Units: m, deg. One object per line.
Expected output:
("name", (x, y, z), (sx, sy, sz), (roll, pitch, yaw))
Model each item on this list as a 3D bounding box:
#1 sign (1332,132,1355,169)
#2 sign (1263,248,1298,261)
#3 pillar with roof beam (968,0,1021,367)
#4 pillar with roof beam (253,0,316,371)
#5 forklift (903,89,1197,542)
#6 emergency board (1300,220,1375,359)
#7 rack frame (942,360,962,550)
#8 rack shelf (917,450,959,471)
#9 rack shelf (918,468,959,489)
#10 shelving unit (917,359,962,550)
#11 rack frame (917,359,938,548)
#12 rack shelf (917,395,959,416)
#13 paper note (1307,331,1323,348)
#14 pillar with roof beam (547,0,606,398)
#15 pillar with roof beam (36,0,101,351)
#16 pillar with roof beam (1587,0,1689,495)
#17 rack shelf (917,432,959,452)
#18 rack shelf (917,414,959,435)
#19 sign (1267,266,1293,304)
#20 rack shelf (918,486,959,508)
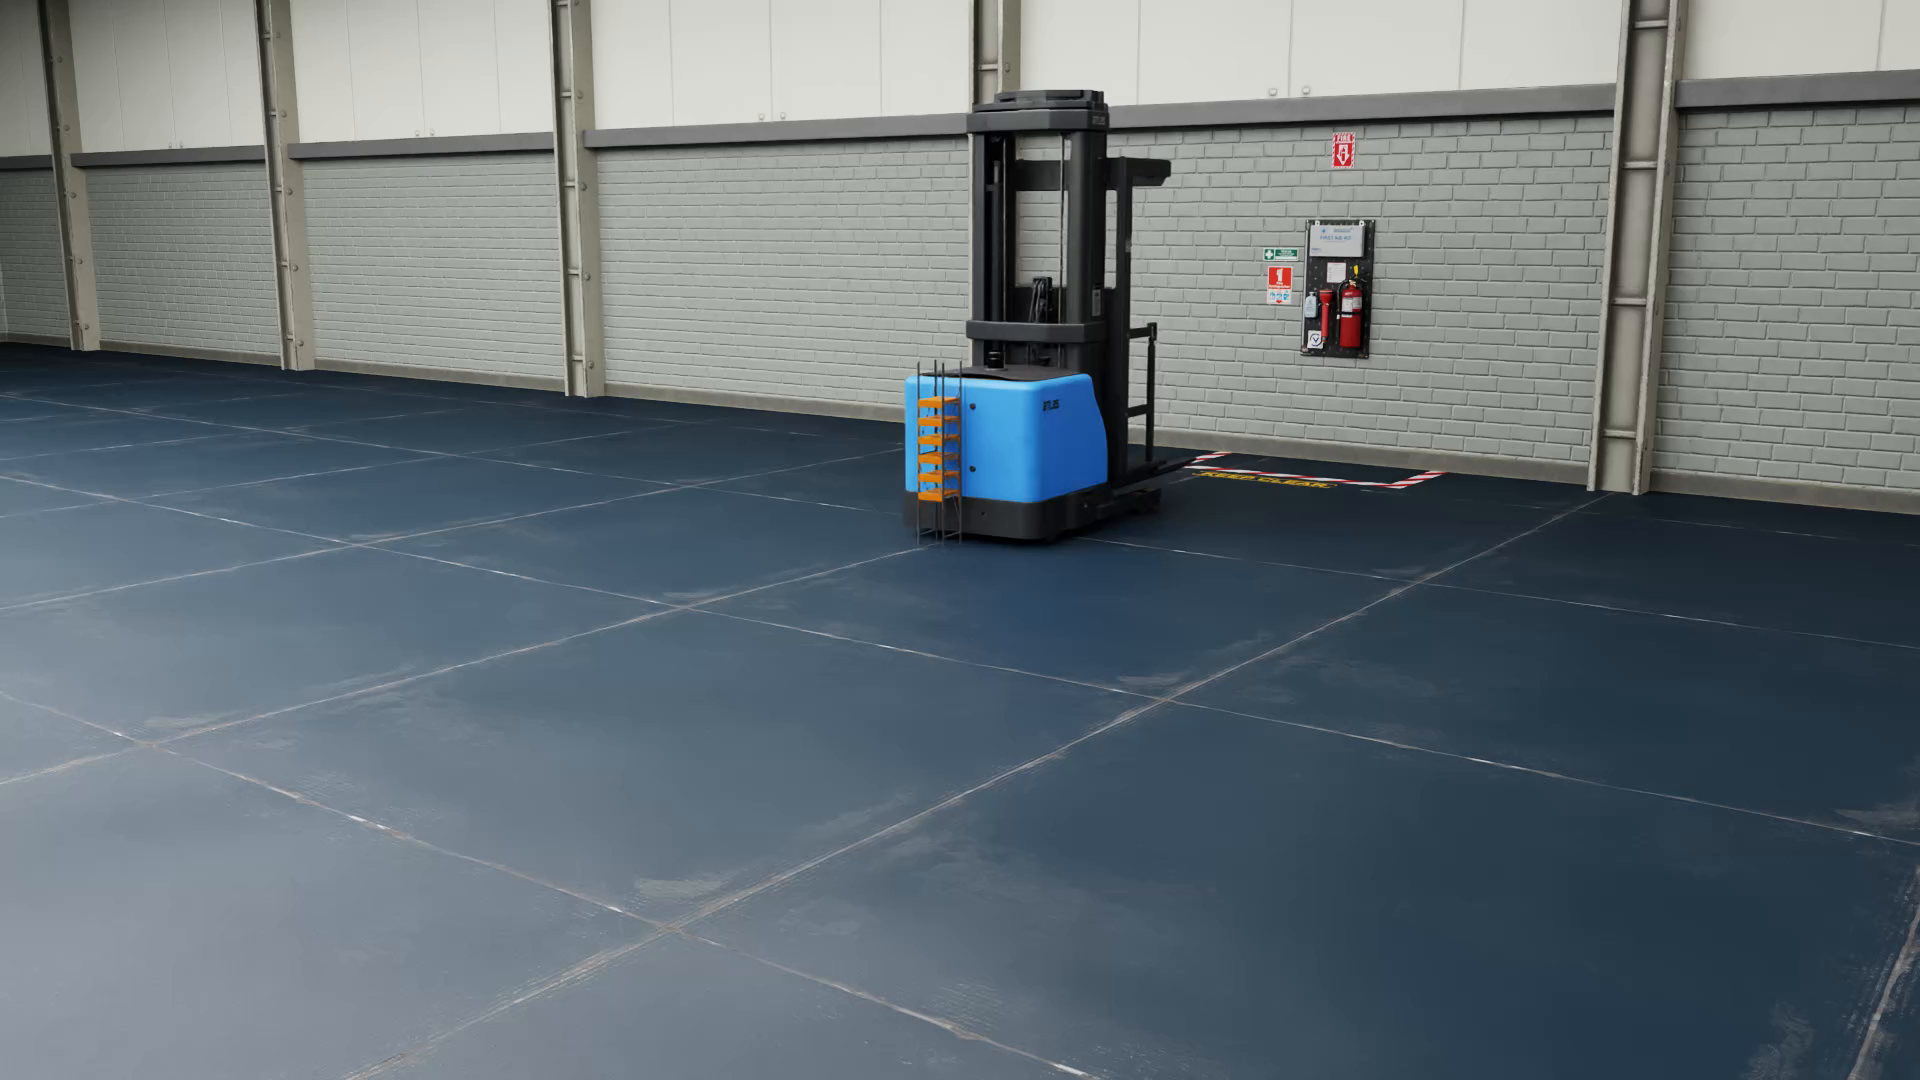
("sign", (3.249, -3.302, 14.095), (0.199, 0.298, 0.001), (8, 13, 36))
("sign", (2.811, -2.501, 14.571), (0.331, 0.109, 0.001), (8, 13, 36))
("pillar with roof beam", (-2.218, -4.824, 12.276), (0.400, 9.000, 9.100), (8, 13, 36))
("pillar with roof beam", (-11.890, -6.174, 19.249), (0.400, 9.000, 9.100), (8, 13, 36))
("forklift", (0.815, -1.661, 11.897), (1.130, 2.935, 3.031), (7, 13, 31))
("emergency board", (3.197, -2.147, 14.232), (0.643, 1.169, 0.194), (8, 13, 36))
("rack frame", (-0.052, -0.543, 10.676), (0.006, 1.200, 0.240), (6, 13, 29))
("rack shelf", (-0.131, -0.508, 10.729), (0.180, 0.103, 0.258), (6, 13, 29))
("rack shelf", (-0.131, -0.390, 10.752), (0.180, 0.103, 0.258), (6, 13, 29))
("shelving unit", (-0.131, -0.551, 10.720), (0.189, 1.200, 0.258), (6, 13, 29))
("rack frame", (-0.210, -0.560, 10.765), (0.006, 1.200, 0.240), (6, 13, 29))
("rack shelf", (-0.131, -0.861, 10.661), (0.180, 0.103, 0.258), (6, 13, 29))
("paper note", (3.095, -1.745, 14.473), (0.142, 0.148, 0.016), (8, 13, 36))
("pillar with roof beam", (-7.054, -5.499, 15.762), (0.400, 9.000, 9.100), (8, 13, 36))
("pillar with roof beam", (-16.726, -6.848, 22.736), (0.400, 9.000, 9.100), (8, 13, 36))
("pillar with roof beam", (2.618, -4.150, 8.789), (0.400, 9.000, 9.100), (8, 13, 36))
("rack shelf", (-0.131, -0.626, 10.706), (0.180, 0.103, 0.258), (6, 13, 29))
("rack shelf", (-0.131, -0.743, 10.683), (0.180, 0.103, 0.258), (6, 13, 29))
("sign", (2.812, -2.243, 14.631), (0.234, 0.329, 0.001), (8, 13, 36))
("rack shelf", (-0.131, -0.272, 10.775), (0.180, 0.103, 0.258), (6, 13, 29))
